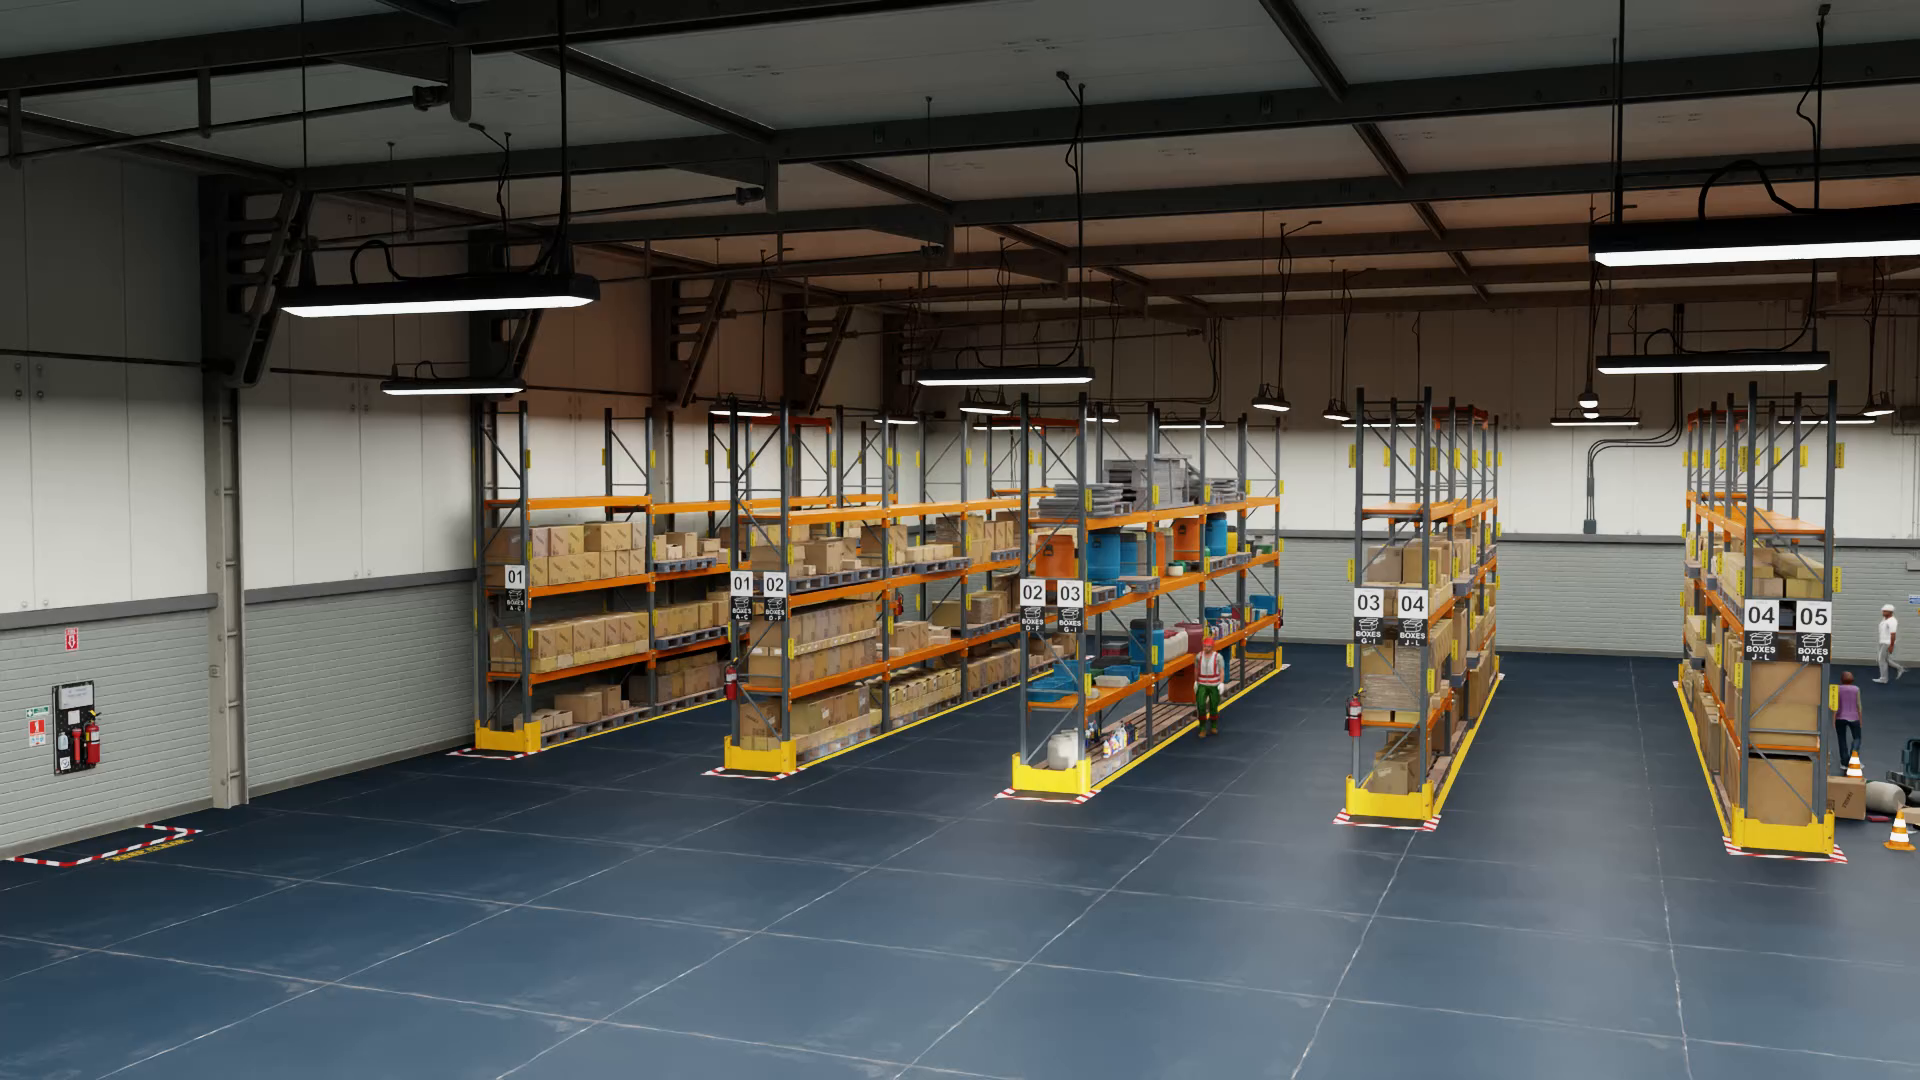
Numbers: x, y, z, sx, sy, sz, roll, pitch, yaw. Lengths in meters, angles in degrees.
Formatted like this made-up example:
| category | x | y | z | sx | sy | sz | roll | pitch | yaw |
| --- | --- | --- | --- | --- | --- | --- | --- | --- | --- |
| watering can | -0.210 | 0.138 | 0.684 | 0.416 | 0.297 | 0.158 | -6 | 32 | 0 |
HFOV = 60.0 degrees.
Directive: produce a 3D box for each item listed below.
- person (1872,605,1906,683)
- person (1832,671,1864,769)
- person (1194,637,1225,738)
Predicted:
| category | x | y | z | sx | sy | sz | roll | pitch | yaw |
| --- | --- | --- | --- | --- | --- | --- | --- | --- | --- |
| person | 20.707 | 2.311 | 37.029 | 0.693 | 1.755 | 0.585 | 1 | 3 | 18 |
| person | 14.279 | 2.964 | 26.739 | 0.462 | 1.483 | 0.480 | 1 | 3 | 20 |
| person | 4.504 | 2.661 | 30.074 | 0.589 | 1.821 | 0.612 | 1 | 3 | 20 |
